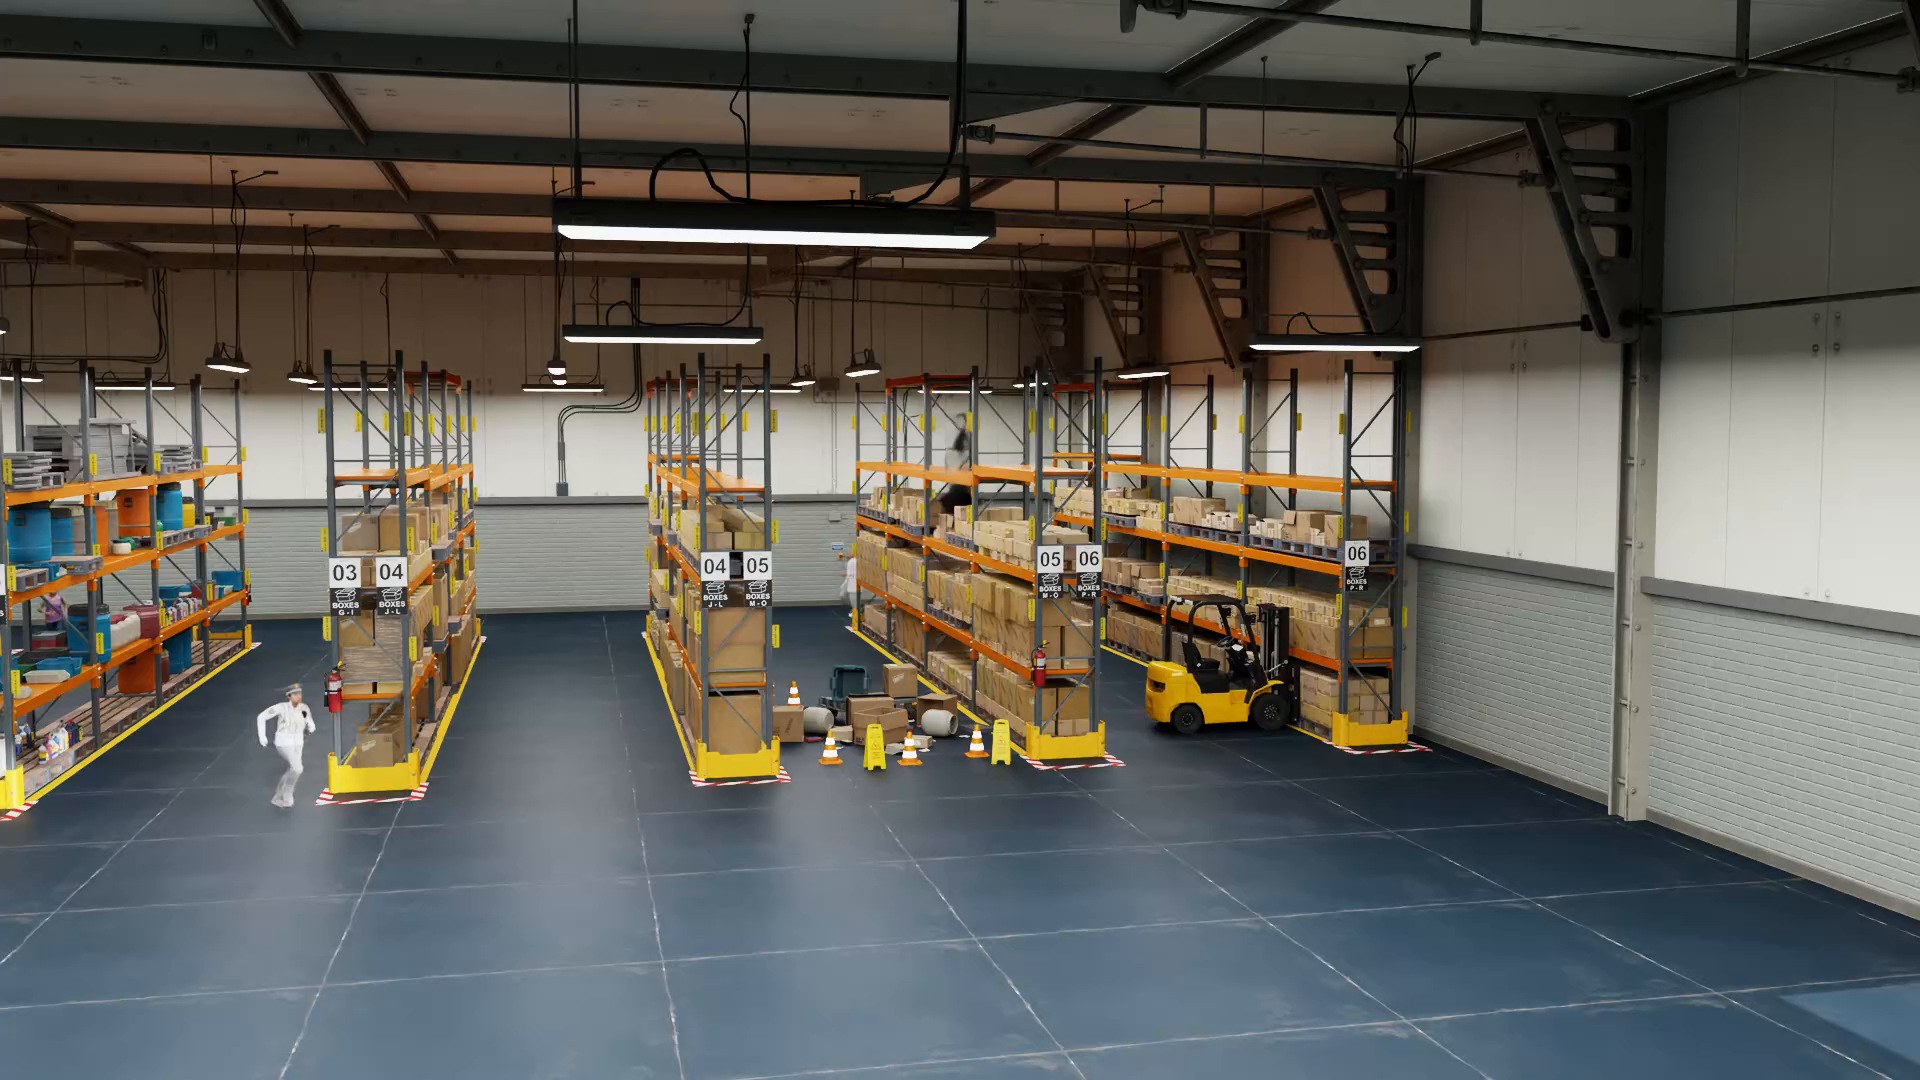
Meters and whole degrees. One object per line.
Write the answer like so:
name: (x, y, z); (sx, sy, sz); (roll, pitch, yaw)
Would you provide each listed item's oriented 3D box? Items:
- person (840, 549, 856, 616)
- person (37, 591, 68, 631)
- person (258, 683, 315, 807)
person: (-2.865, 1.116, 43.253); (0.665, 1.748, 0.687); (-2, 5, -30)
person: (-19.197, 1.759, 35.215); (0.577, 1.642, 0.748); (-2, 5, -32)
person: (-8.665, 2.664, 21.520); (0.735, 1.642, 0.646); (3, 5, 34)
